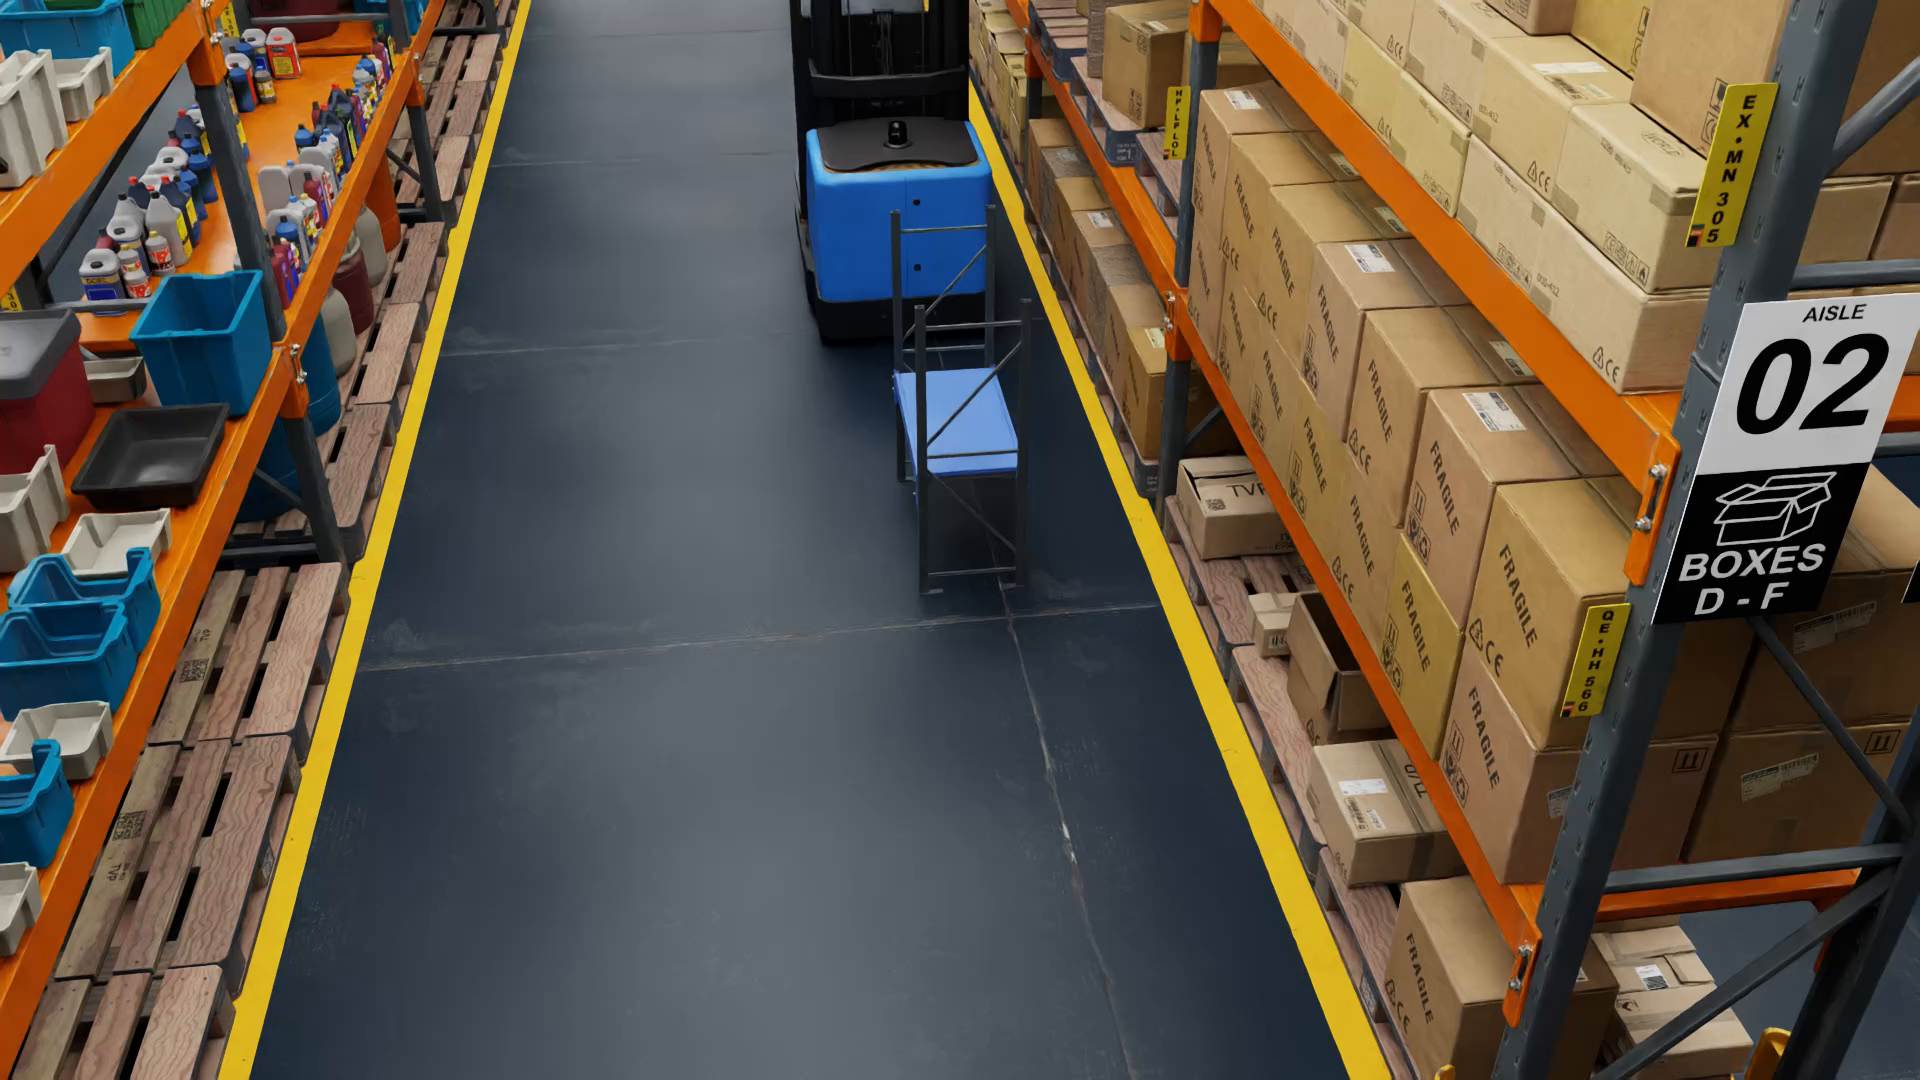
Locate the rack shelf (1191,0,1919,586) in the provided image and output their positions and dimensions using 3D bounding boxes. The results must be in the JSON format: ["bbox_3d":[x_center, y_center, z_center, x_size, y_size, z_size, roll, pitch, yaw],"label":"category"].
[{"bbox_3d":[1.759,-1.197,5.318,1.077,0.370,4.000,-4,35,-6],"label":"rack shelf"}]

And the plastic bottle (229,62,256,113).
[{"bbox_3d":[-4.108,-2.591,9.502,0.097,0.271,0.097,0,34,0],"label":"plastic bottle"}]

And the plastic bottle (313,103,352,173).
[{"bbox_3d":[-3.303,-2.109,8.725,0.144,0.351,0.185,-4,35,-6],"label":"plastic bottle"}]

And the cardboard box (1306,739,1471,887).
[{"bbox_3d":[1.612,0.998,6.172,0.500,0.250,0.500,-4,35,-6],"label":"cardboard box"}]

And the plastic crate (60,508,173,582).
[{"bbox_3d":[-2.887,0.035,5.716,0.293,0.136,0.466,-4,35,-6],"label":"plastic crate"}]

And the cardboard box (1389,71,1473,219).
[{"bbox_3d":[1.561,-1.141,4.730,0.500,0.250,0.500,-4,35,-6],"label":"cardboard box"}]

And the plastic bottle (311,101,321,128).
[{"bbox_3d":[-3.444,-2.237,8.972,0.061,0.283,0.133,-4,35,-6],"label":"plastic bottle"}]

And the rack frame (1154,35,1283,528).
[{"bbox_3d":[1.490,-1.371,7.598,1.000,3.000,0.127,-4,35,-6],"label":"rack frame"}]

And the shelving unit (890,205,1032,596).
[{"bbox_3d":[-0.011,-0.667,7.897,0.538,1.500,1.048,-4,35,-6],"label":"shelving unit"}]

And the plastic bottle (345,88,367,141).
[{"bbox_3d":[-3.326,-2.351,9.139,0.061,0.283,0.133,-4,35,-6],"label":"plastic bottle"}]

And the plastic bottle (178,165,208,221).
[{"bbox_3d":[-3.806,-1.720,8.225,0.097,0.271,0.097,0,34,0],"label":"plastic bottle"}]

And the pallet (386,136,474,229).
[{"bbox_3d":[-4.023,-2.513,11.750,1.003,0.211,1.213,-4,35,-6],"label":"pallet"}]

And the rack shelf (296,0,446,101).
[{"bbox_3d":[-4.226,-4.049,12.166,1.077,0.370,4.000,-4,35,-6],"label":"rack shelf"}]

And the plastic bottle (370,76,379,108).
[{"bbox_3d":[-3.412,-2.597,9.574,0.097,0.201,0.097,0,34,0],"label":"plastic bottle"}]

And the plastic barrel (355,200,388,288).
[{"bbox_3d":[-3.710,-1.795,10.057,0.421,0.512,0.421,0,34,0],"label":"plastic barrel"}]

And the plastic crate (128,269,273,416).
[{"bbox_3d":[-3.018,-0.781,6.694,0.392,0.384,0.575,-4,35,-6],"label":"plastic crate"}]

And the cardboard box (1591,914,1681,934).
[{"bbox_3d":[2.168,1.212,5.859,0.500,0.250,0.500,-4,35,-6],"label":"cardboard box"}]

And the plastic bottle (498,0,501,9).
[{"bbox_3d":[-4.131,-4.812,14.742,0.097,0.201,0.097,0,34,0],"label":"plastic bottle"}]

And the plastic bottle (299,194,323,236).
[{"bbox_3d":[-3.168,-1.583,8.085,0.097,0.201,0.097,0,34,0],"label":"plastic bottle"}]

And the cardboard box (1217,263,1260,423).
[{"bbox_3d":[1.360,-0.822,6.703,0.500,0.500,0.500,-4,34,-6],"label":"cardboard box"}]

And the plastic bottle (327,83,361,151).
[{"bbox_3d":[-3.346,-2.286,8.985,0.144,0.351,0.185,-4,35,-6],"label":"plastic bottle"}]

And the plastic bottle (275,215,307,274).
[{"bbox_3d":[-3.110,-1.373,7.716,0.097,0.271,0.097,0,34,0],"label":"plastic bottle"}]

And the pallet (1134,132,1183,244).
[{"bbox_3d":[1.490,-1.746,8.319,1.003,0.211,1.213,-4,35,-6],"label":"pallet"}]

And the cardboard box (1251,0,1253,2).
[{"bbox_3d":[1.310,-2.258,6.370,0.500,0.250,0.500,-4,35,-6],"label":"cardboard box"}]

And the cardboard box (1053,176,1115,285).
[{"bbox_3d":[0.868,-1.904,10.210,0.500,0.500,0.500,-5,35,-7],"label":"cardboard box"}]

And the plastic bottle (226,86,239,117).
[{"bbox_3d":[-4.151,-2.483,9.406,0.097,0.201,0.097,0,34,0],"label":"plastic bottle"}]

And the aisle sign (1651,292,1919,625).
[{"bbox_3d":[1.733,-0.152,3.501,0.394,0.787,0.004,-4,35,-6],"label":"aisle sign"}]

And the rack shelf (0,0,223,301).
[{"bbox_3d":[-3.150,-0.824,4.771,1.077,0.370,4.000,-4,35,-6],"label":"rack shelf"}]

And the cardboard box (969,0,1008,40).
[{"bbox_3d":[0.355,-4.286,13.447,0.500,0.311,0.500,-5,35,-8],"label":"cardboard box"}]

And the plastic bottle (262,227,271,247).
[{"bbox_3d":[-3.274,-1.387,7.799,0.097,0.201,0.097,0,34,0],"label":"plastic bottle"}]

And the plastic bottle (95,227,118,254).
[{"bbox_3d":[-3.869,-1.271,7.555,0.061,0.283,0.133,-4,35,-6],"label":"plastic bottle"}]

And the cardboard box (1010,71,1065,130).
[{"bbox_3d":[0.637,-3.146,11.773,0.500,0.311,0.500,-3,34,-5],"label":"cardboard box"}]

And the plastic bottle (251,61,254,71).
[{"bbox_3d":[-4.218,-2.761,9.814,0.097,0.201,0.097,0,34,0],"label":"plastic bottle"}]

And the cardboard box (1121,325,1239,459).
[{"bbox_3d":[1.139,-0.773,8.550,0.500,0.500,0.500,-5,35,-7],"label":"cardboard box"}]

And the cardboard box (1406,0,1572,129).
[{"bbox_3d":[1.575,-1.349,4.591,0.500,0.250,0.500,-4,35,-6],"label":"cardboard box"}]

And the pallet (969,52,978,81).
[{"bbox_3d":[0.552,-4.275,14.335,1.003,0.211,1.213,-4,35,-6],"label":"pallet"}]

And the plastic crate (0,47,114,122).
[{"bbox_3d":[-2.871,-1.448,5.281,0.293,0.136,0.466,-4,35,-6],"label":"plastic crate"}]

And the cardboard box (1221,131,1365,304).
[{"bbox_3d":[1.344,-1.253,6.449,0.500,0.500,0.500,-5,35,-8],"label":"cardboard box"}]

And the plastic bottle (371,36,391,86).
[{"bbox_3d":[-3.449,-2.860,9.886,0.061,0.283,0.133,-4,35,-6],"label":"plastic bottle"}]

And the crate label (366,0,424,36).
[{"bbox_3d":[-3.642,-3.424,10.760,0.303,0.233,0.416,-4,35,-6],"label":"crate label"}]

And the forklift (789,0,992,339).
[{"bbox_3d":[-0.523,-3.223,10.376,1.130,2.935,3.031,-5,35,-7],"label":"forklift"}]

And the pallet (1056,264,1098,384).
[{"bbox_3d":[1.175,-1.352,10.046,1.003,0.211,1.213,-4,35,-6],"label":"pallet"}]

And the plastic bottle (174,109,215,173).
[{"bbox_3d":[-4.015,-2.080,8.683,0.144,0.351,0.185,-4,35,-6],"label":"plastic bottle"}]

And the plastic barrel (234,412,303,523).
[{"bbox_3d":[-3.475,-0.609,7.971,0.600,0.901,0.708,-4,35,-6],"label":"plastic barrel"}]

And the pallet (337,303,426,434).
[{"bbox_3d":[-3.649,-0.962,9.474,1.003,0.211,1.213,-4,35,-6],"label":"pallet"}]

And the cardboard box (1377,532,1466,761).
[{"bbox_3d":[1.624,0.301,5.055,0.500,0.500,0.500,-4,34,-6],"label":"cardboard box"}]

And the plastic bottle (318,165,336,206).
[{"bbox_3d":[-3.217,-1.786,8.384,0.097,0.201,0.097,0,34,0],"label":"plastic bottle"}]

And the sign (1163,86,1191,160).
[{"bbox_3d":[0.940,-1.805,7.207,0.100,0.325,0.005,-4,35,-6],"label":"sign"}]

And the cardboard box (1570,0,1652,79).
[{"bbox_3d":[1.959,-1.404,4.006,0.700,0.500,0.500,-4,35,-6],"label":"cardboard box"}]

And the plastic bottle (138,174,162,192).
[{"bbox_3d":[-3.909,-1.627,8.085,0.152,0.276,0.135,-4,35,-6],"label":"plastic bottle"}]

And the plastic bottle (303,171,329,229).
[{"bbox_3d":[-3.165,-1.682,8.158,0.061,0.283,0.133,-4,35,-6],"label":"plastic bottle"}]

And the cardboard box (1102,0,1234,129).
[{"bbox_3d":[1.191,-2.567,8.892,0.700,0.500,0.500,-13,36,-18],"label":"cardboard box"}]

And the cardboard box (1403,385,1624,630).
[{"bbox_3d":[1.627,-0.103,4.760,0.500,0.500,0.500,-3,34,-5],"label":"cardboard box"}]

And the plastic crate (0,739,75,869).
[{"bbox_3d":[-2.677,0.749,4.583,0.416,0.233,0.300,-4,35,-6],"label":"plastic crate"}]

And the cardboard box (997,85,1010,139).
[{"bbox_3d":[0.566,-3.203,12.355,0.500,0.250,0.500,-5,35,-7],"label":"cardboard box"}]

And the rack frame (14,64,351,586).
[{"bbox_3d":[-3.419,-0.998,7.051,1.000,3.000,0.127,-4,35,-6],"label":"rack frame"}]
